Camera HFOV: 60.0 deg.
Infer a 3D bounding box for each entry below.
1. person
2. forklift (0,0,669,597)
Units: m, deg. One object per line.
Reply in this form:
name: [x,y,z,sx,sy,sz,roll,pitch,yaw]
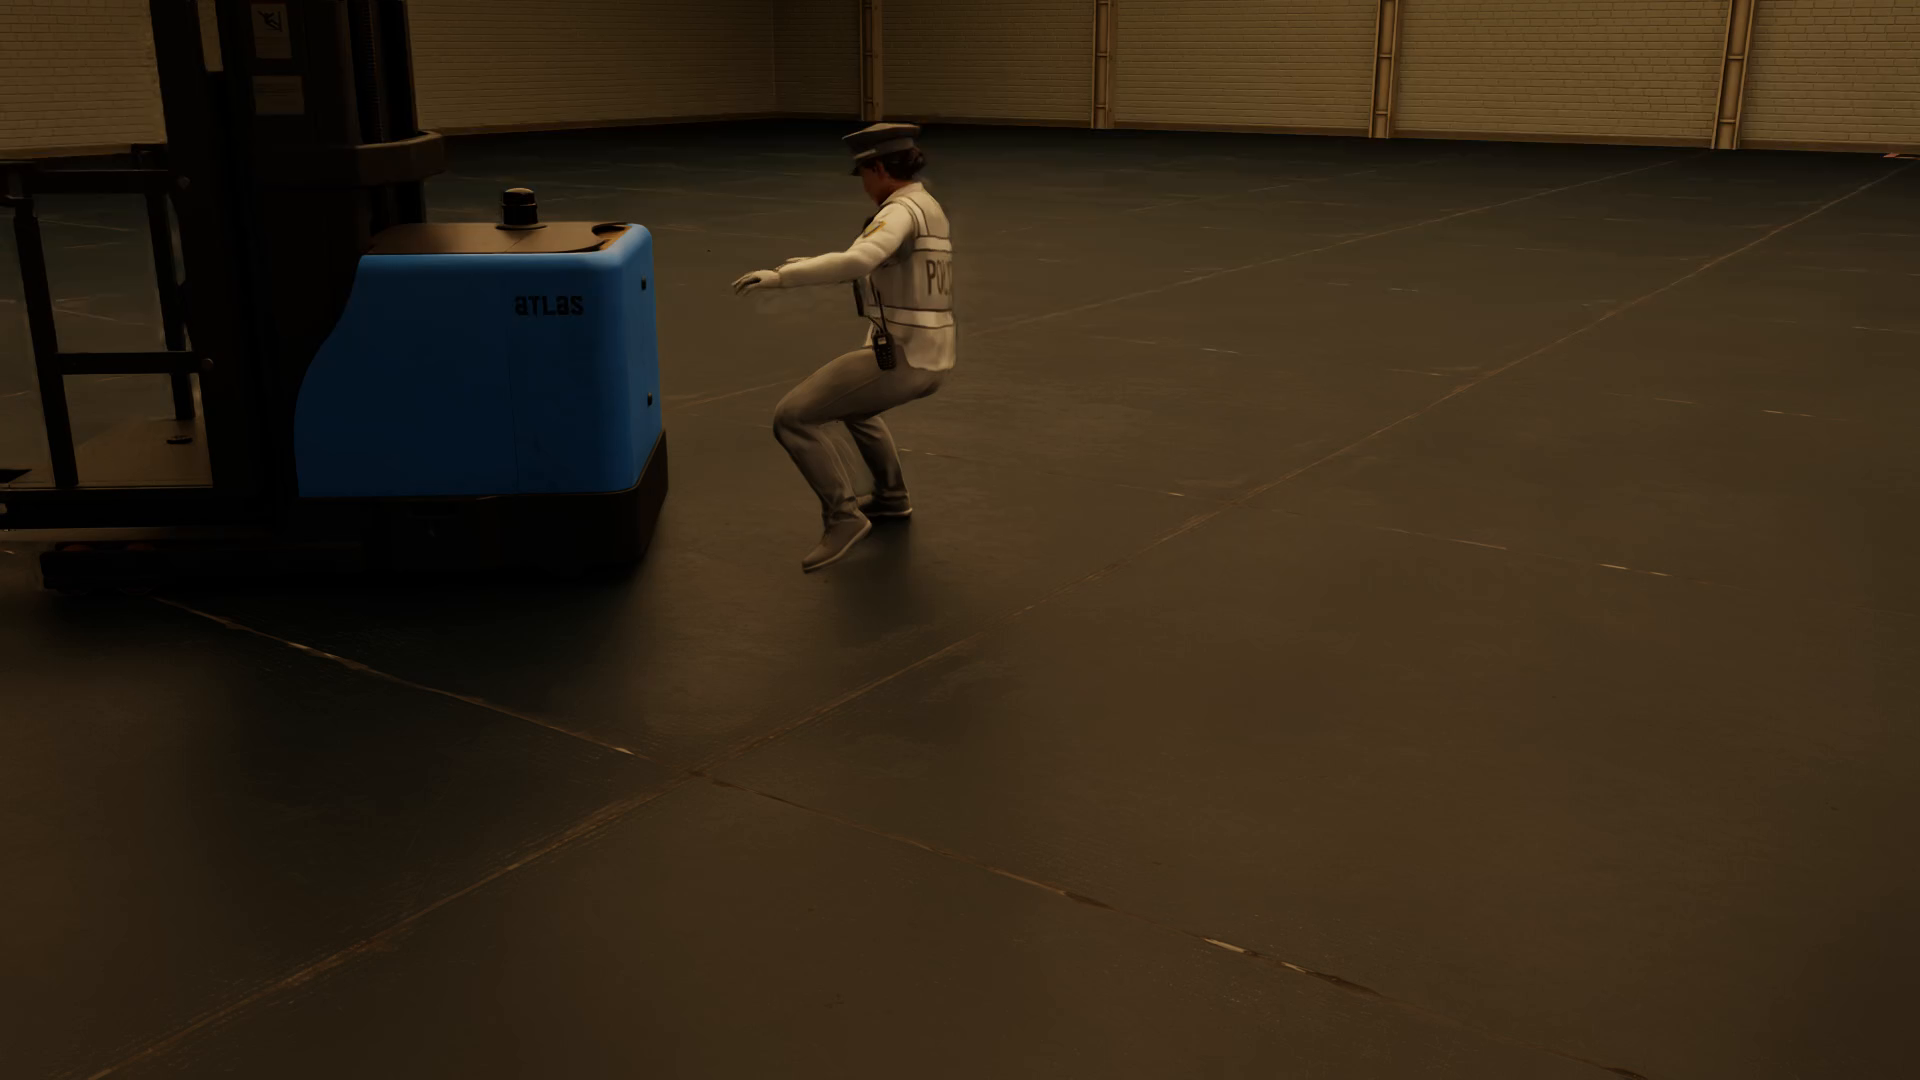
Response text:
person: [-0.366,-0.670,5.651,0.707,1.454,0.945,5,17,17]
forklift: [-2.596,-1.378,5.442,3.031,2.935,1.130,-1,17,-4]
